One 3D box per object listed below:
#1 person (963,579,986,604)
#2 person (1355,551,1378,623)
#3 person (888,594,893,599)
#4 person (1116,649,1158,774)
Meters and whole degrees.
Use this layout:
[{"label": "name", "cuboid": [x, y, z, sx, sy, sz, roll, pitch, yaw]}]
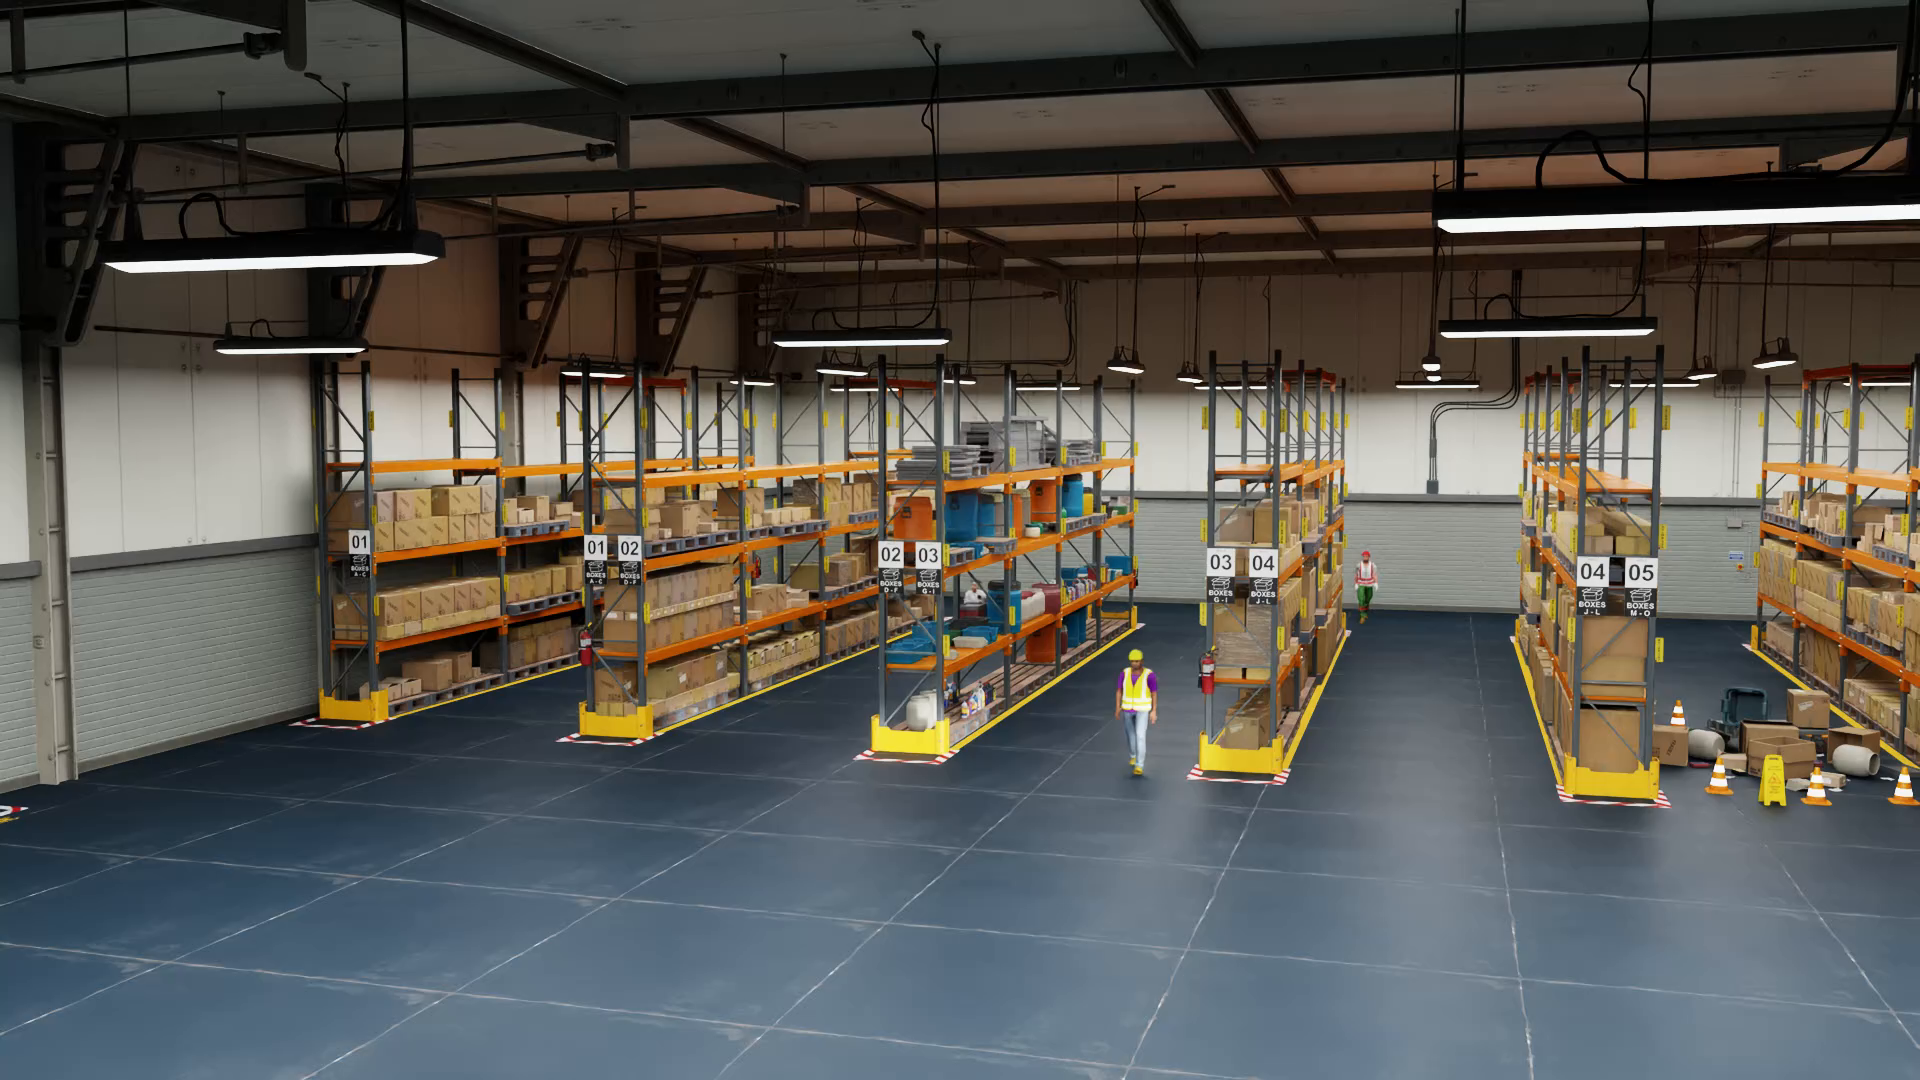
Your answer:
[{"label": "person", "cuboid": [0.396, 1.619, 36.213, 0.621, 1.603, 0.692, 2, 5, 28]}, {"label": "person", "cuboid": [10.133, 1.147, 41.411, 0.533, 1.751, 0.969, 0, 4, 3]}, {"label": "person", "cuboid": [-2.029, 0.899, 44.940, 0.498, 1.760, 0.593, -2, 4, -21]}, {"label": "person", "cuboid": [2.513, 2.440, 23.784, 0.562, 1.757, 0.848, 2, 5, 28]}]
